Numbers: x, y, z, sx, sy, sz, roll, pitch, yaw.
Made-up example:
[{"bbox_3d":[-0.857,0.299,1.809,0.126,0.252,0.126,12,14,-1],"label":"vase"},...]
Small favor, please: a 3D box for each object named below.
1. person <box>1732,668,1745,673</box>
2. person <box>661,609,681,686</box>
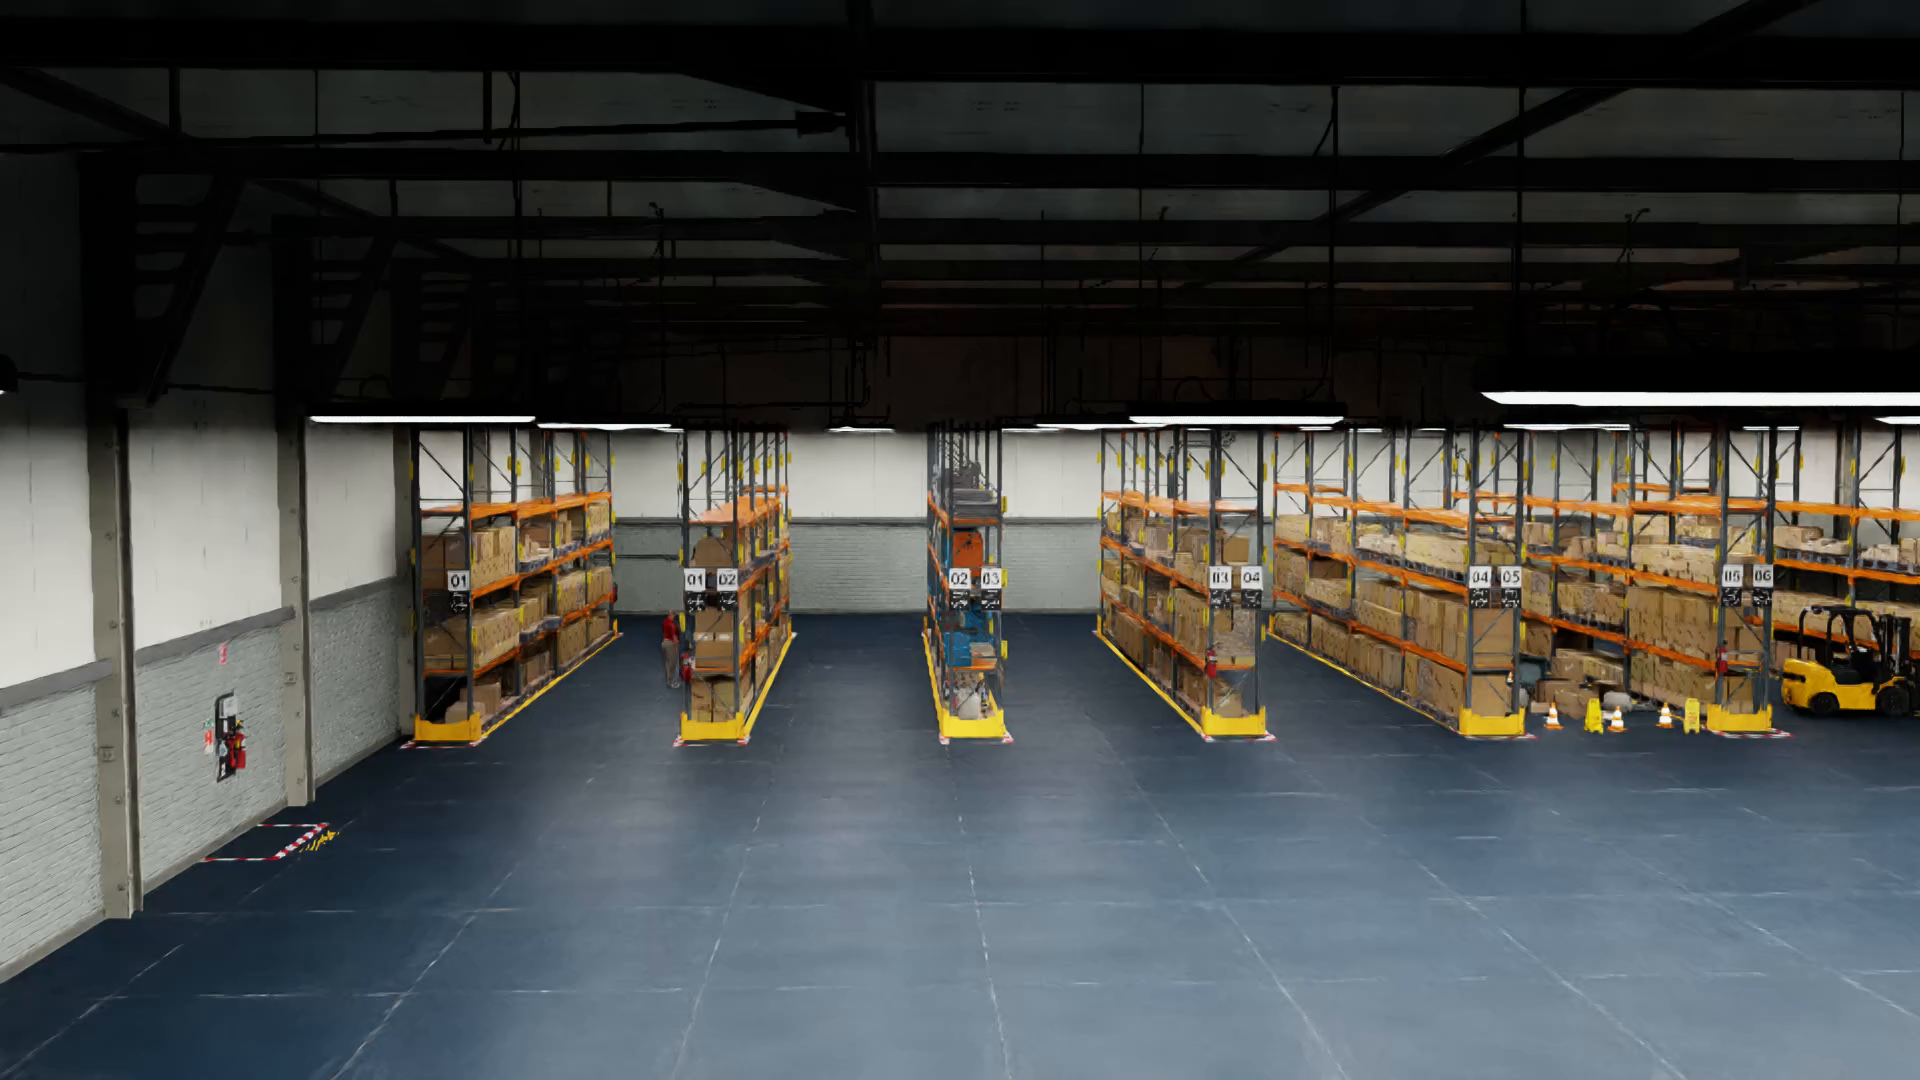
[{"bbox_3d":[16.582,2.600,35.529,0.456,1.677,0.524,2,4,28],"label":"person"},{"bbox_3d":[-6.521,2.430,37.737,0.449,1.737,0.595,-3,4,-34],"label":"person"}]
